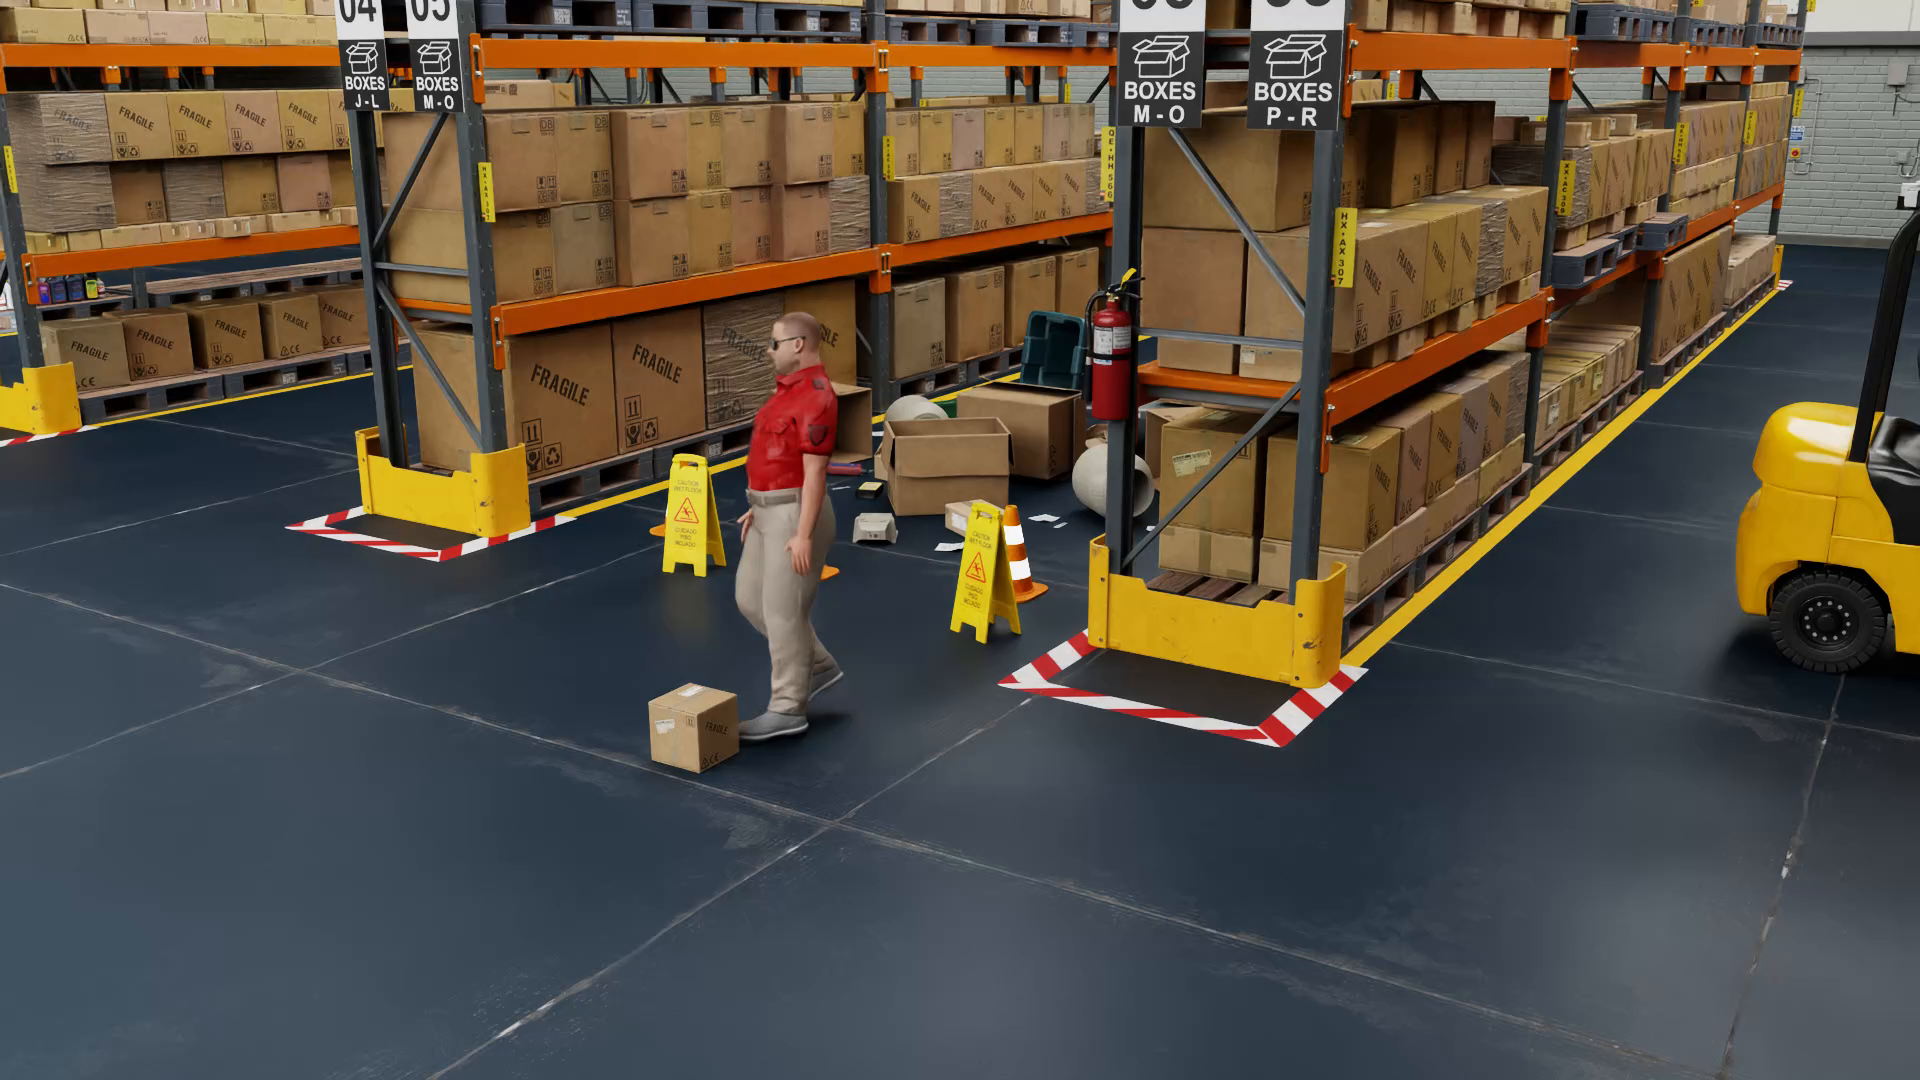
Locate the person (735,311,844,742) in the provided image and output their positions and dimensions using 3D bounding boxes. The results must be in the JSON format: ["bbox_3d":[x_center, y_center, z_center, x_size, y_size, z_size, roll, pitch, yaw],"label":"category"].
[{"bbox_3d":[-0.730,-0.062,6.784,0.538,1.721,0.561,-5,17,-18],"label":"person"}]
